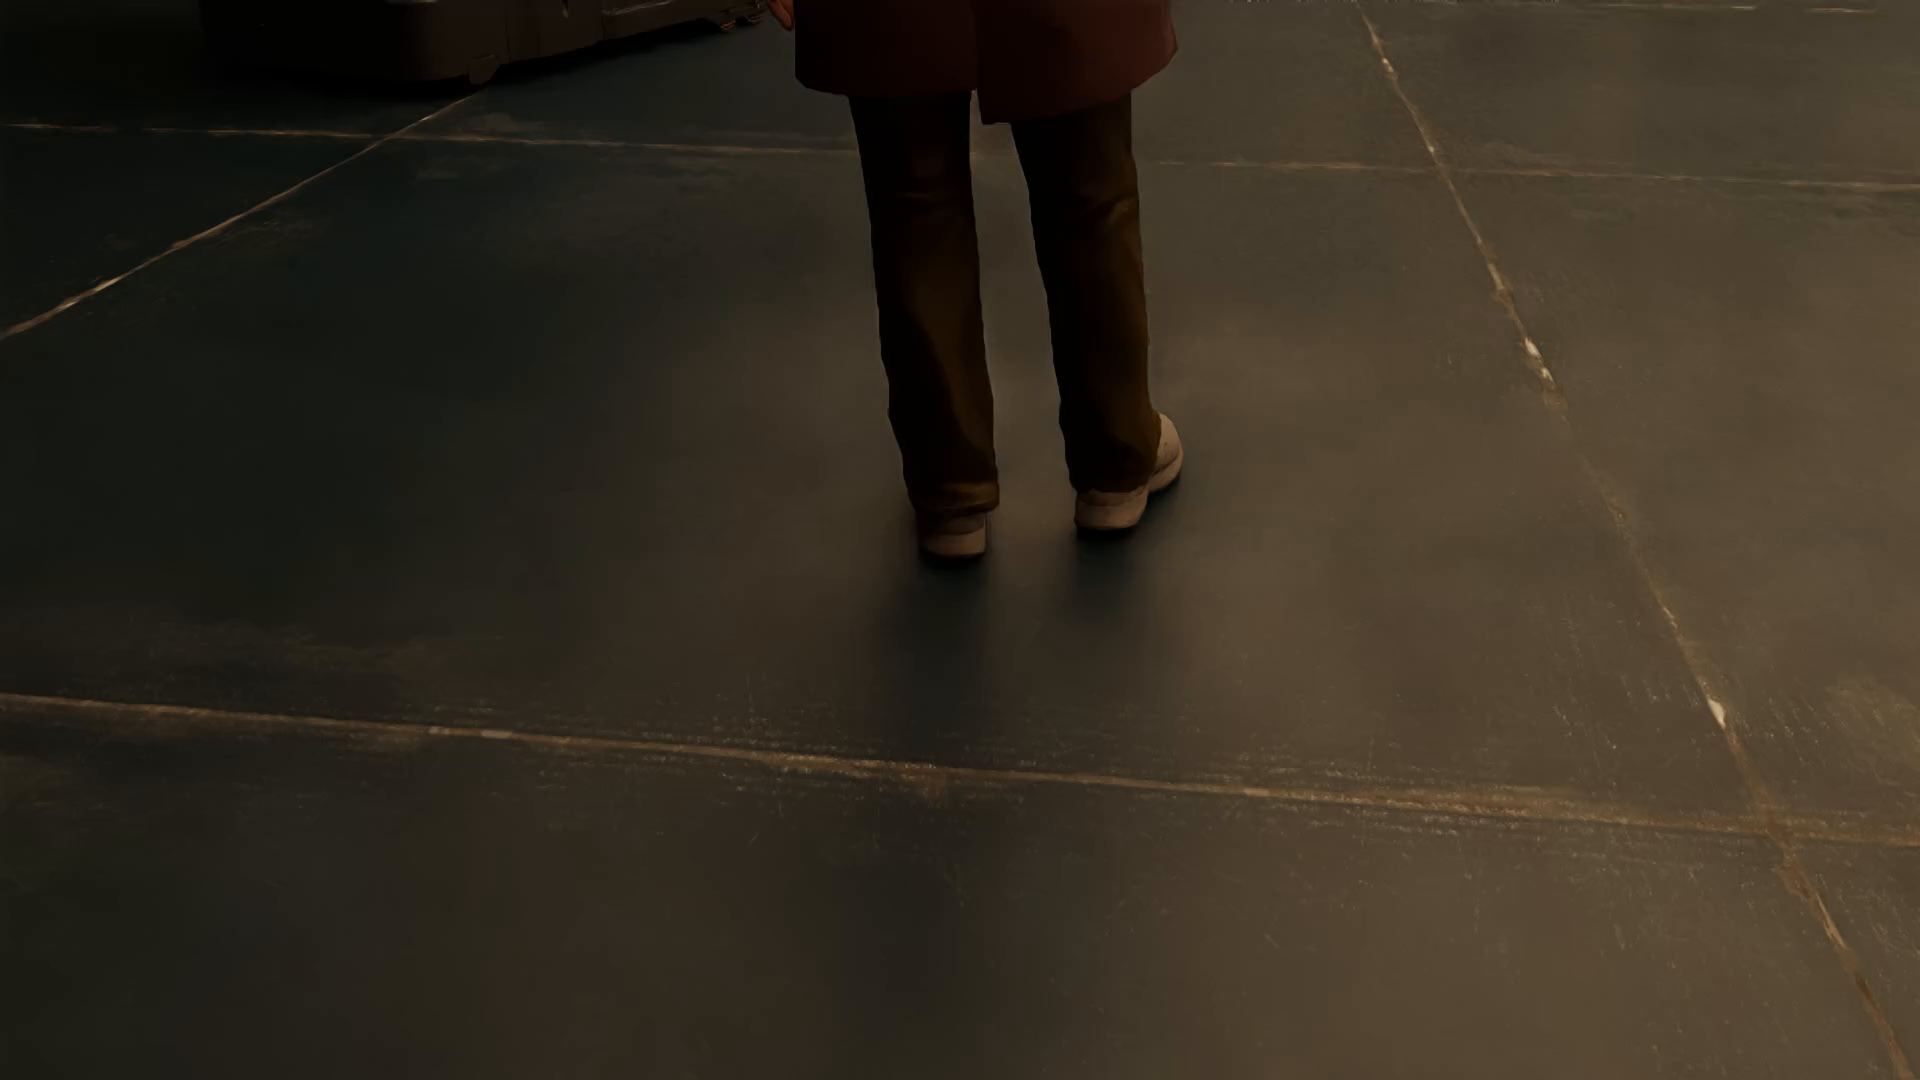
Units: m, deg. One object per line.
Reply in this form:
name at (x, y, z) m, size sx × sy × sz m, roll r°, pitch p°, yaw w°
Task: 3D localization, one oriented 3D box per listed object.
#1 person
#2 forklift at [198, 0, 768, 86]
person at (0.017, -0.842, 2.180) m, size 0.694 × 1.776 × 0.580 m, roll 3°, pitch 27°, yaw 7°
forklift at (-1.426, -3.380, 5.993) m, size 1.130 × 2.935 × 3.031 m, roll 13°, pitch 29°, yaw 24°
